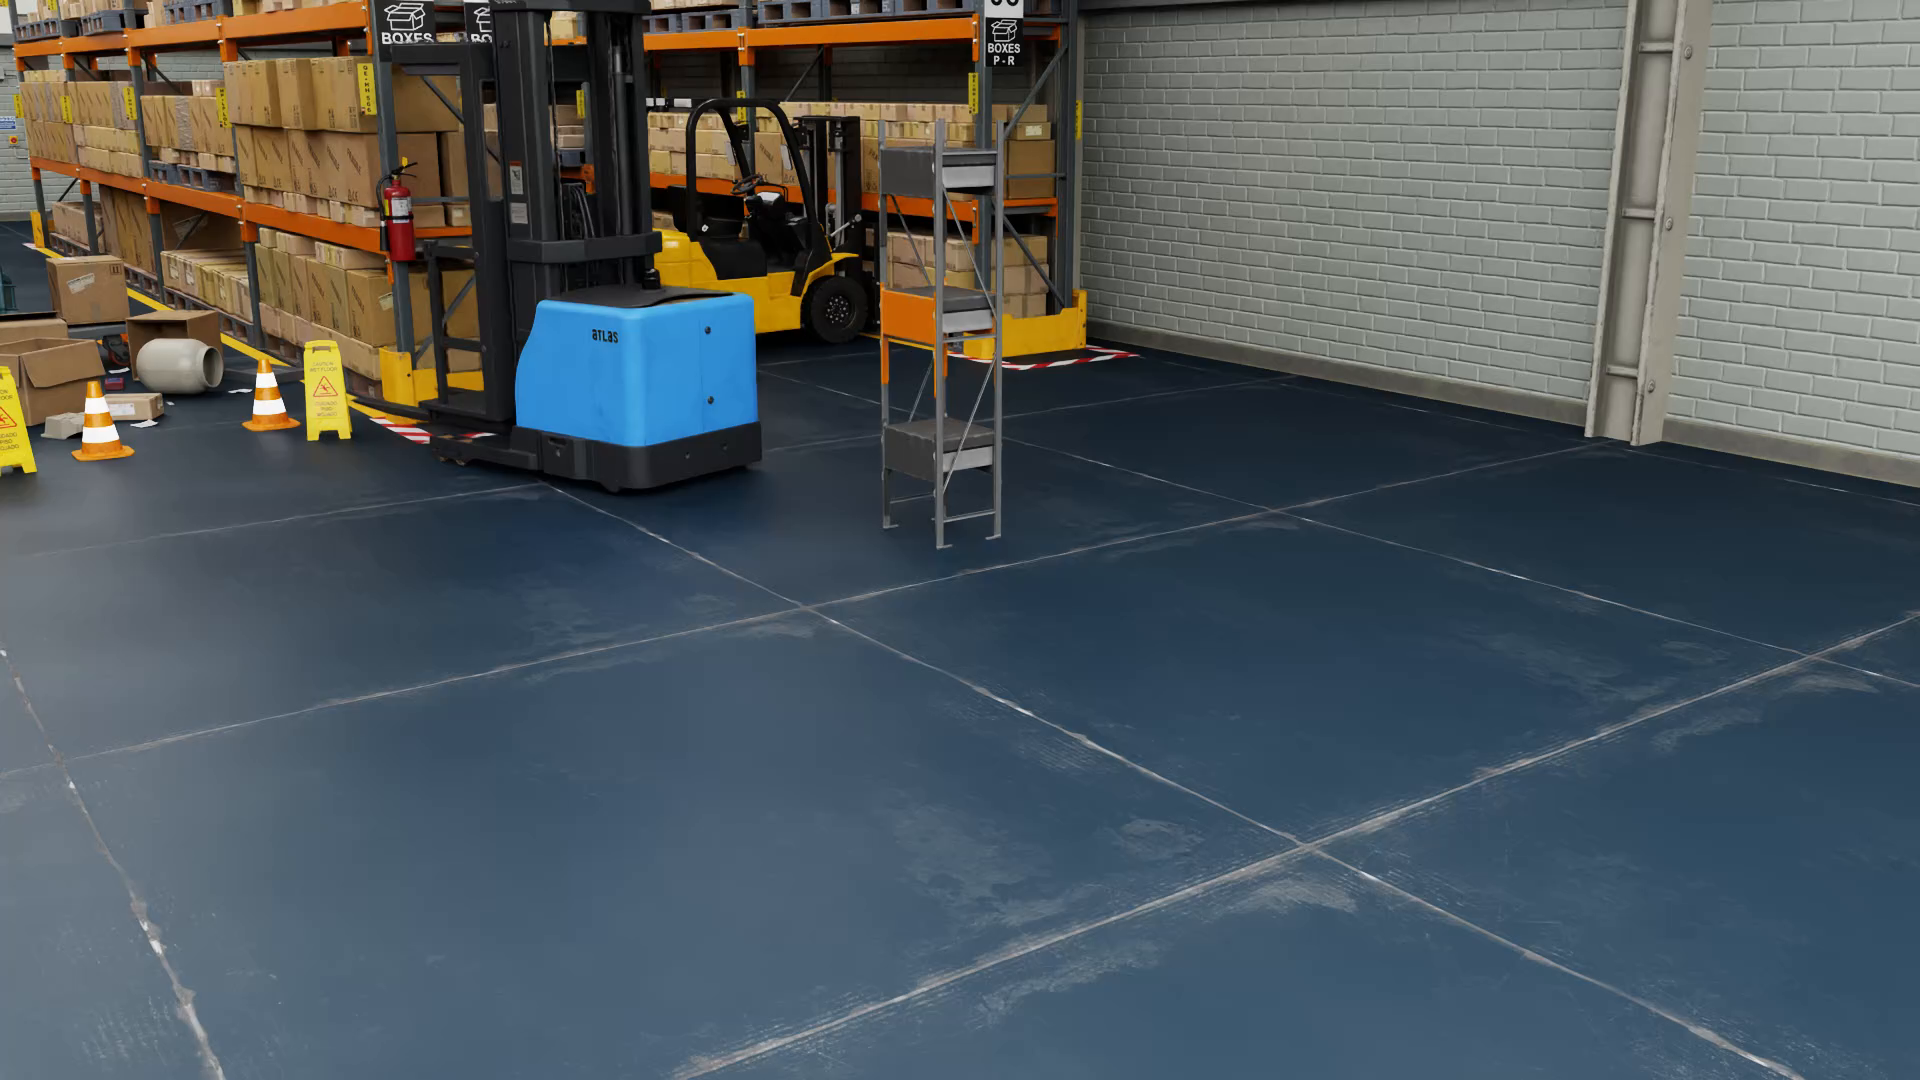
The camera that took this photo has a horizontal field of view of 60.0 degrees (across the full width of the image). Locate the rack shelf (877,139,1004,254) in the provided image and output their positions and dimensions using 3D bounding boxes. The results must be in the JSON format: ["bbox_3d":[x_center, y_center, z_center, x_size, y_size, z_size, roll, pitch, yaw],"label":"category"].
[{"bbox_3d":[-0.097,-1.710,8.247,0.431,0.518,0.480,-11,19,-35],"label":"rack shelf"}]

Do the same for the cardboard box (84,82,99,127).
[{"bbox_3d":[-9.865,-5.088,19.400,0.500,0.500,0.500,-11,19,-36],"label":"cardboard box"}]

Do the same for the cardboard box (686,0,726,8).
[{"bbox_3d":[-2.681,-5.735,17.656,0.380,0.149,0.250,-11,19,-35],"label":"cardboard box"}]

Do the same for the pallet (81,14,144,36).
[{"bbox_3d":[-9.235,-5.777,18.676,1.003,0.211,1.213,-10,18,-32],"label":"pallet"}]

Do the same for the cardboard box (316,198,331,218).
[{"bbox_3d":[-4.651,-2.533,12.625,0.380,0.149,0.250,-11,19,-35],"label":"cardboard box"}]

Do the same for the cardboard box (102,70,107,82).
[{"bbox_3d":[-10.829,-5.959,21.354,0.380,0.149,0.250,-11,19,-35],"label":"cardboard box"}]

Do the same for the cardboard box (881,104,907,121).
[{"bbox_3d":[-0.493,-3.867,15.043,0.380,0.149,0.250,-10,18,-33],"label":"cardboard box"}]

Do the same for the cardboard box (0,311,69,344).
[{"bbox_3d":[-7.087,-1.387,12.434,0.797,0.637,0.503,-11,19,-35],"label":"cardboard box"}]

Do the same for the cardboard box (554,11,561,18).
[{"bbox_3d":[-4.814,-6.548,20.666,0.380,0.149,0.250,-10,18,-33],"label":"cardboard box"}]

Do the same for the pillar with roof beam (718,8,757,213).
[{"bbox_3d":[-6.127,-6.912,16.783,9.100,9.000,0.400,-11,19,-35],"label":"pillar with roof beam"}]

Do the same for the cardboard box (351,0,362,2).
[{"bbox_3d":[-3.886,-3.704,11.220,0.380,0.149,0.250,-11,19,-34],"label":"cardboard box"}]

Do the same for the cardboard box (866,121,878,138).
[{"bbox_3d":[-0.641,-3.778,15.280,0.380,0.149,0.250,-11,19,-34],"label":"cardboard box"}]

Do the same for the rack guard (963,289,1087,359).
[{"bbox_3d":[0.577,-1.906,14.592,1.175,0.500,0.348,-11,19,-35],"label":"rack guard"}]

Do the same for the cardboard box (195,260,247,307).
[{"bbox_3d":[-6.948,-2.547,16.383,0.950,0.372,0.625,-10,18,-33],"label":"cardboard box"}]

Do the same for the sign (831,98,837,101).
[{"bbox_3d":[-1.341,-4.513,17.593,0.100,0.325,0.005,-11,19,-35],"label":"sign"}]

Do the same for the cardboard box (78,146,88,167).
[{"bbox_3d":[-10.460,-4.700,20.352,0.500,0.250,0.500,-11,19,-36],"label":"cardboard box"}]

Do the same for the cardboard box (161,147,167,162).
[{"bbox_3d":[-7.850,-3.905,16.844,0.380,0.149,0.250,-12,20,-38],"label":"cardboard box"}]

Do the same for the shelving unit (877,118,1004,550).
[{"bbox_3d":[-0.097,-1.048,8.428,0.431,2.100,0.503,-11,19,-35],"label":"shelving unit"}]

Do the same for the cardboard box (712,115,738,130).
[{"bbox_3d":[-2.437,-4.483,17.855,0.380,0.149,0.250,-11,19,-35],"label":"cardboard box"}]

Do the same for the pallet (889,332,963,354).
[{"bbox_3d":[0.080,-1.928,15.222,1.003,0.211,1.213,-11,19,-35],"label":"pallet"}]

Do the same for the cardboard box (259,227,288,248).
[{"bbox_3d":[-5.648,-2.546,13.961,0.380,0.149,0.250,-11,19,-34],"label":"cardboard box"}]

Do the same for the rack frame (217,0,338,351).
[{"bbox_3d":[-5.802,-3.199,14.583,1.000,3.000,0.127,-11,19,-35],"label":"rack frame"}]

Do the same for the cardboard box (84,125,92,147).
[{"bbox_3d":[-10.145,-4.832,19.885,0.500,0.250,0.500,-11,18,-34],"label":"cardboard box"}]

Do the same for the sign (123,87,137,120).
[{"bbox_3d":[-8.600,-4.525,17.234,0.100,0.325,0.005,-11,19,-35],"label":"sign"}]

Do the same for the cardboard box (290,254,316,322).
[{"bbox_3d":[-5.045,-2.046,13.362,0.500,0.500,0.500,-10,18,-32],"label":"cardboard box"}]

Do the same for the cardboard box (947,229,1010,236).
[{"bbox_3d":[0.137,-2.713,15.326,0.500,0.250,0.500,-11,19,-34],"label":"cardboard box"}]

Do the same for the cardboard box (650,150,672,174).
[{"bbox_3d":[-3.174,-4.292,18.858,0.500,0.250,0.500,-10,18,-33],"label":"cardboard box"}]

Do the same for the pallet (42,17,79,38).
[{"bbox_3d":[-10.978,-6.488,21.085,1.003,0.211,1.213,-11,19,-35],"label":"pallet"}]

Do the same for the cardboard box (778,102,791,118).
[{"bbox_3d":[-1.600,-4.322,16.703,0.380,0.149,0.250,-11,19,-34],"label":"cardboard box"}]

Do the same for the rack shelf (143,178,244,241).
[{"bbox_3d":[-6.977,-3.279,16.239,1.077,0.370,4.000,-11,19,-35],"label":"rack shelf"}]

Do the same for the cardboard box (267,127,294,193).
[{"bbox_3d":[-5.170,-3.041,13.252,0.500,0.500,0.500,-11,19,-35],"label":"cardboard box"}]

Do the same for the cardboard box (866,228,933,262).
[{"bbox_3d":[-0.570,-2.739,15.422,0.500,0.250,0.500,-11,19,-34],"label":"cardboard box"}]

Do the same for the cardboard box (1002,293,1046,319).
[{"bbox_3d":[0.433,-2.128,15.082,0.500,0.250,0.500,-11,19,-34],"label":"cardboard box"}]

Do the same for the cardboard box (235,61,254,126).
[{"bbox_3d":[-5.436,-3.633,13.522,0.700,0.500,0.500,-11,19,-34],"label":"cardboard box"}]

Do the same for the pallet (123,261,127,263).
[{"bbox_3d":[-9.991,-3.410,20.634,1.003,0.211,1.213,-11,19,-35],"label":"pallet"}]

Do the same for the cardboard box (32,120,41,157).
[{"bbox_3d":[-12.487,-5.559,23.016,0.500,0.500,0.500,-11,19,-35],"label":"cardboard box"}]

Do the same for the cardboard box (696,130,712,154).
[{"bbox_3d":[-2.593,-4.313,17.991,0.500,0.250,0.500,-11,19,-36],"label":"cardboard box"}]

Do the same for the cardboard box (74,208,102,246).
[{"bbox_3d":[-11.315,-4.216,22.357,0.875,0.438,0.875,-12,19,-36],"label":"cardboard box"}]

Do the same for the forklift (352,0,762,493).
[{"bbox_3d":[-2.684,-1.971,10.224,3.031,2.935,1.130,11,19,36],"label":"forklift"}]

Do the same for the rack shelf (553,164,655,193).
[{"bbox_3d":[-5.317,-4.905,22.177,1.077,0.370,4.000,-11,19,-35],"label":"rack shelf"}]

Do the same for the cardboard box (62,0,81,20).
[{"bbox_3d":[-10.222,-6.372,19.508,0.500,0.500,0.500,-11,19,-36],"label":"cardboard box"}]

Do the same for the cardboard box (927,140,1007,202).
[{"bbox_3d":[0.061,-3.229,14.502,0.500,0.500,0.500,-11,19,-36],"label":"cardboard box"}]

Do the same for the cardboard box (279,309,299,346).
[{"bbox_3d":[-5.350,-1.796,13.867,0.500,0.250,0.500,-10,18,-31],"label":"cardboard box"}]

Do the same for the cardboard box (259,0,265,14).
[{"bbox_3d":[-5.358,-4.260,13.254,0.380,0.149,0.250,-10,18,-33],"label":"cardboard box"}]

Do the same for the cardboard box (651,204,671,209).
[{"bbox_3d":[-3.785,-3.747,20.286,0.875,0.625,0.625,-10,18,-33],"label":"cardboard box"}]

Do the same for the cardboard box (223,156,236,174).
[{"bbox_3d":[-6.327,-3.348,14.806,0.380,0.149,0.250,-11,19,-34],"label":"cardboard box"}]

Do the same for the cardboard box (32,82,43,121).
[{"bbox_3d":[-12.187,-5.928,22.468,0.500,0.500,0.500,-11,19,-35],"label":"cardboard box"}]

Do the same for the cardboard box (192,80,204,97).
[{"bbox_3d":[-6.852,-4.170,15.353,0.380,0.149,0.250,-12,19,-37],"label":"cardboard box"}]

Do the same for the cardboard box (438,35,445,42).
[{"bbox_3d":[-7.235,-7.147,23.800,0.380,0.149,0.250,-10,18,-33],"label":"cardboard box"}]

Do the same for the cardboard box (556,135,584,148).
[{"bbox_3d":[-4.837,-4.987,20.795,0.380,0.149,0.250,-10,18,-34],"label":"cardboard box"}]

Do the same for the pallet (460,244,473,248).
[{"bbox_3d":[-6.896,-4.481,24.547,1.003,0.211,1.213,-11,19,-35],"label":"pallet"}]

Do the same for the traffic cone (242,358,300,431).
[{"bbox_3d":[-4.746,-1.013,11.402,0.336,0.463,0.334,-11,19,-35],"label":"traffic cone"}]
